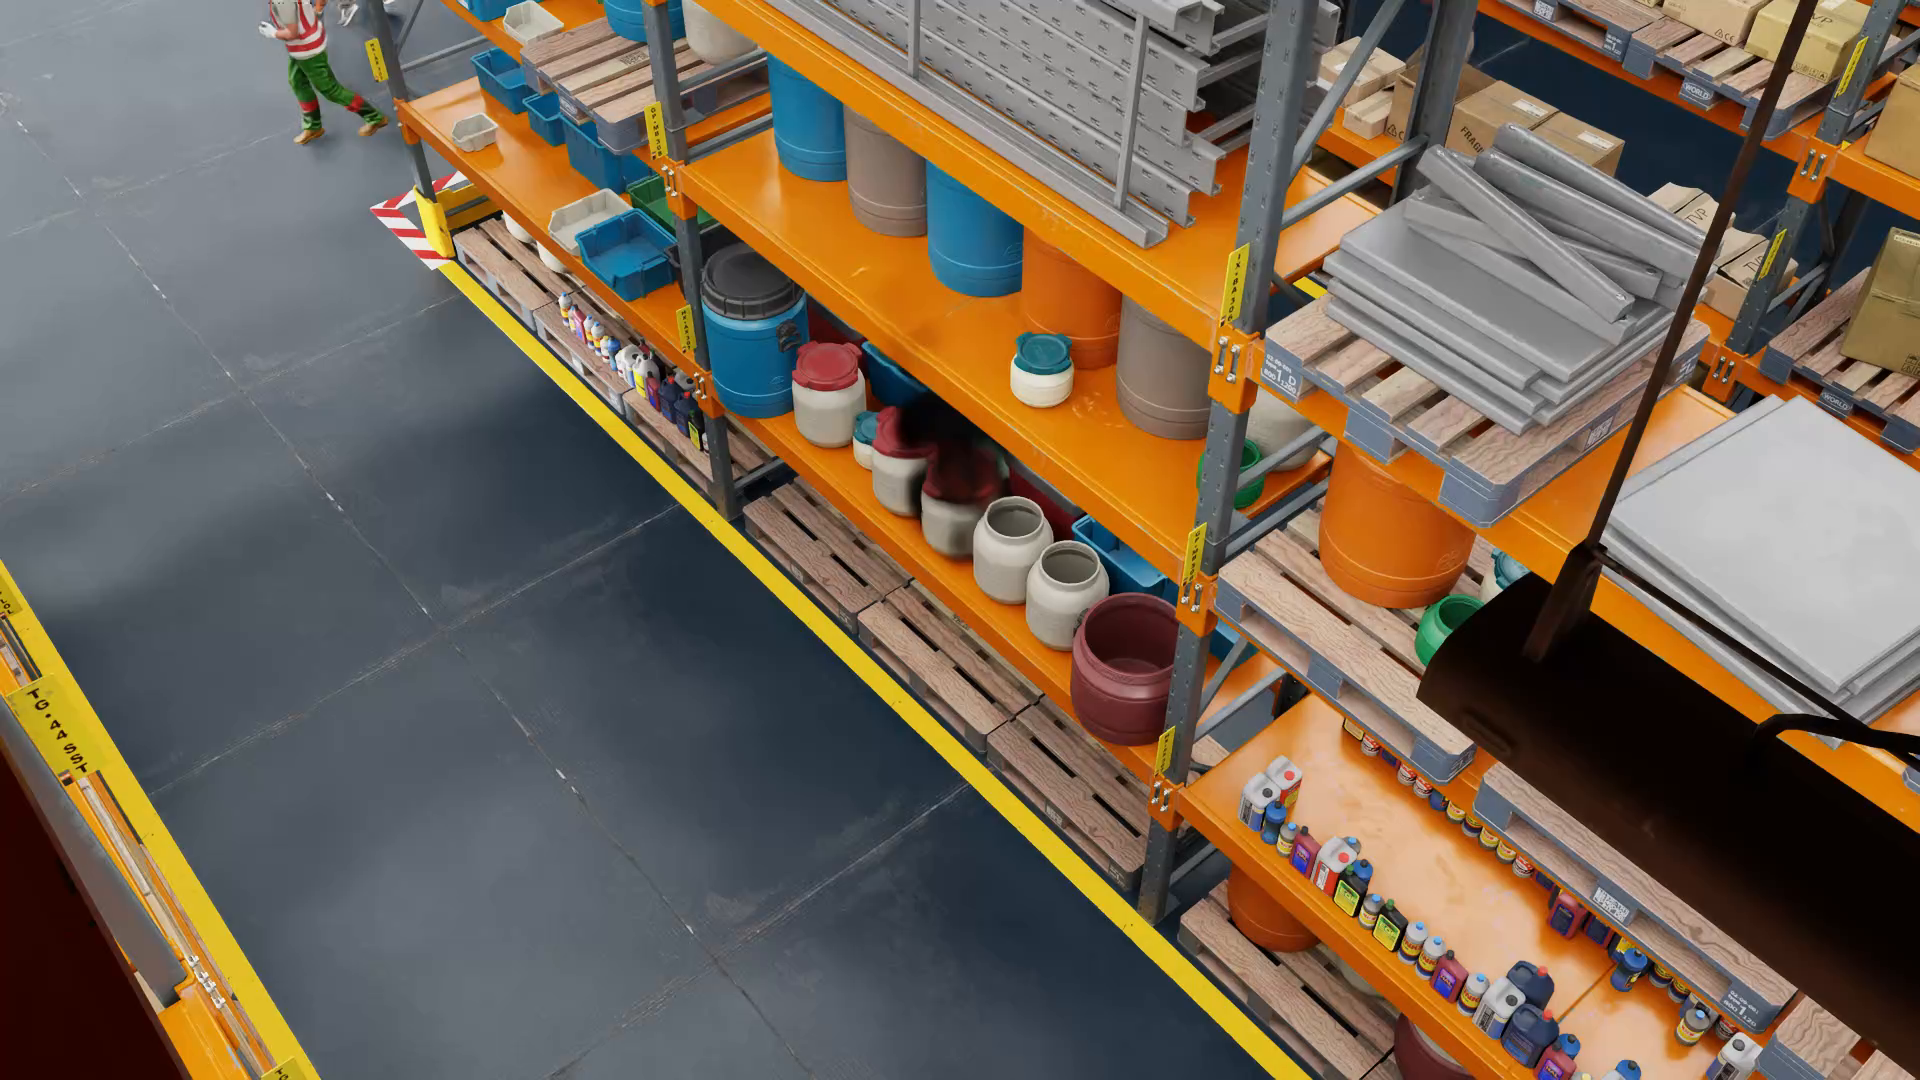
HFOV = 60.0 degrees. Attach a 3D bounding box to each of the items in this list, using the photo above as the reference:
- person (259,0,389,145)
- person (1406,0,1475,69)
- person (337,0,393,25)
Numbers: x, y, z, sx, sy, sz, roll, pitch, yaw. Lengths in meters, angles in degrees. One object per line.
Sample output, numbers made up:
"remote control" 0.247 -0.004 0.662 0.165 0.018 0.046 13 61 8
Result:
"person" -5.252 -3.972 13.521 0.847 1.831 0.663 -8 47 -8
"person" 3.965 -4.035 13.661 0.677 1.795 0.741 -31 54 -26
"person" -5.661 -5.467 15.091 0.696 1.656 0.560 -9 47 -8
